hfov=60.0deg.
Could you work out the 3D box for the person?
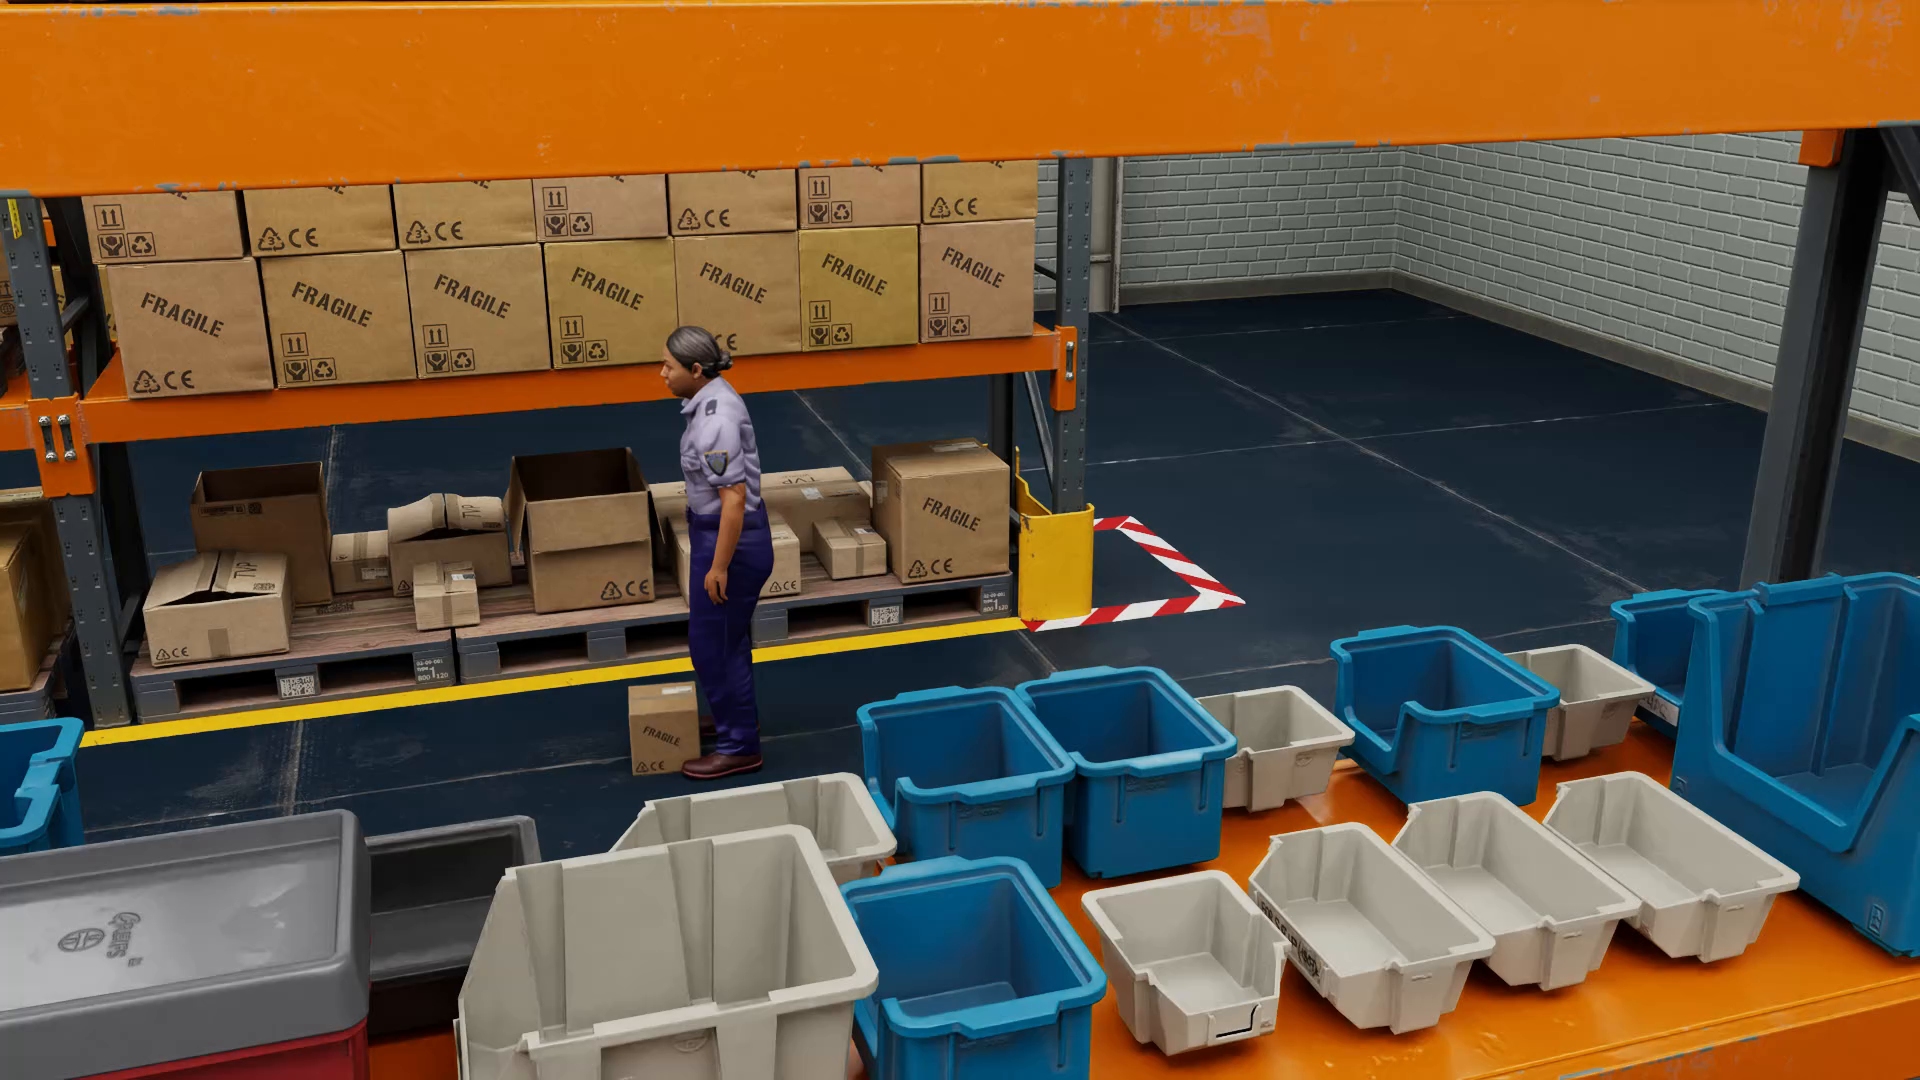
[{"bbox_3d":[-0.878,0.031,5.995,0.338,1.650,0.551,-3,20,-8],"label":"person"}]
